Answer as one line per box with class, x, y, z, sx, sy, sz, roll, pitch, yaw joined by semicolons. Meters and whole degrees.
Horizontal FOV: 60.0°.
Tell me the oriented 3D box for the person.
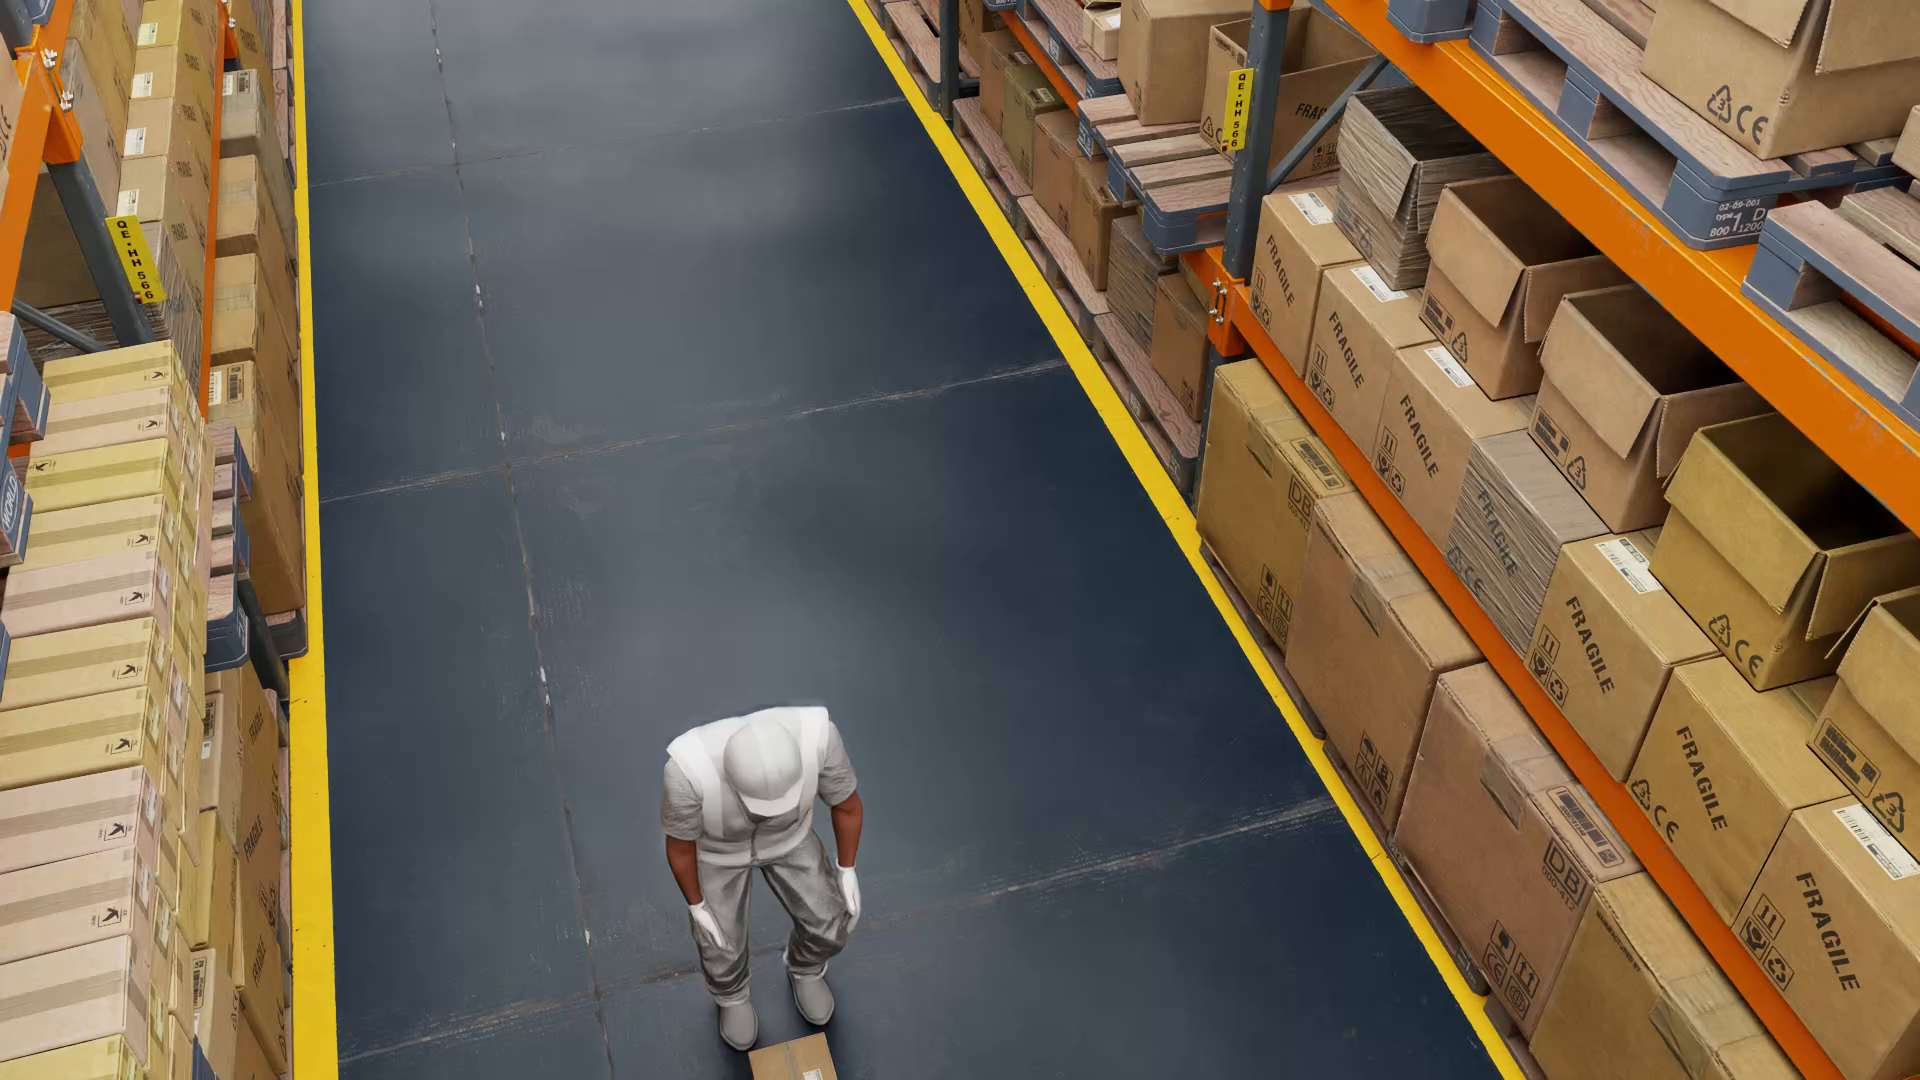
person;-0.599;0.993;5.175;0.601;1.602;0.629;-11;43;-12
